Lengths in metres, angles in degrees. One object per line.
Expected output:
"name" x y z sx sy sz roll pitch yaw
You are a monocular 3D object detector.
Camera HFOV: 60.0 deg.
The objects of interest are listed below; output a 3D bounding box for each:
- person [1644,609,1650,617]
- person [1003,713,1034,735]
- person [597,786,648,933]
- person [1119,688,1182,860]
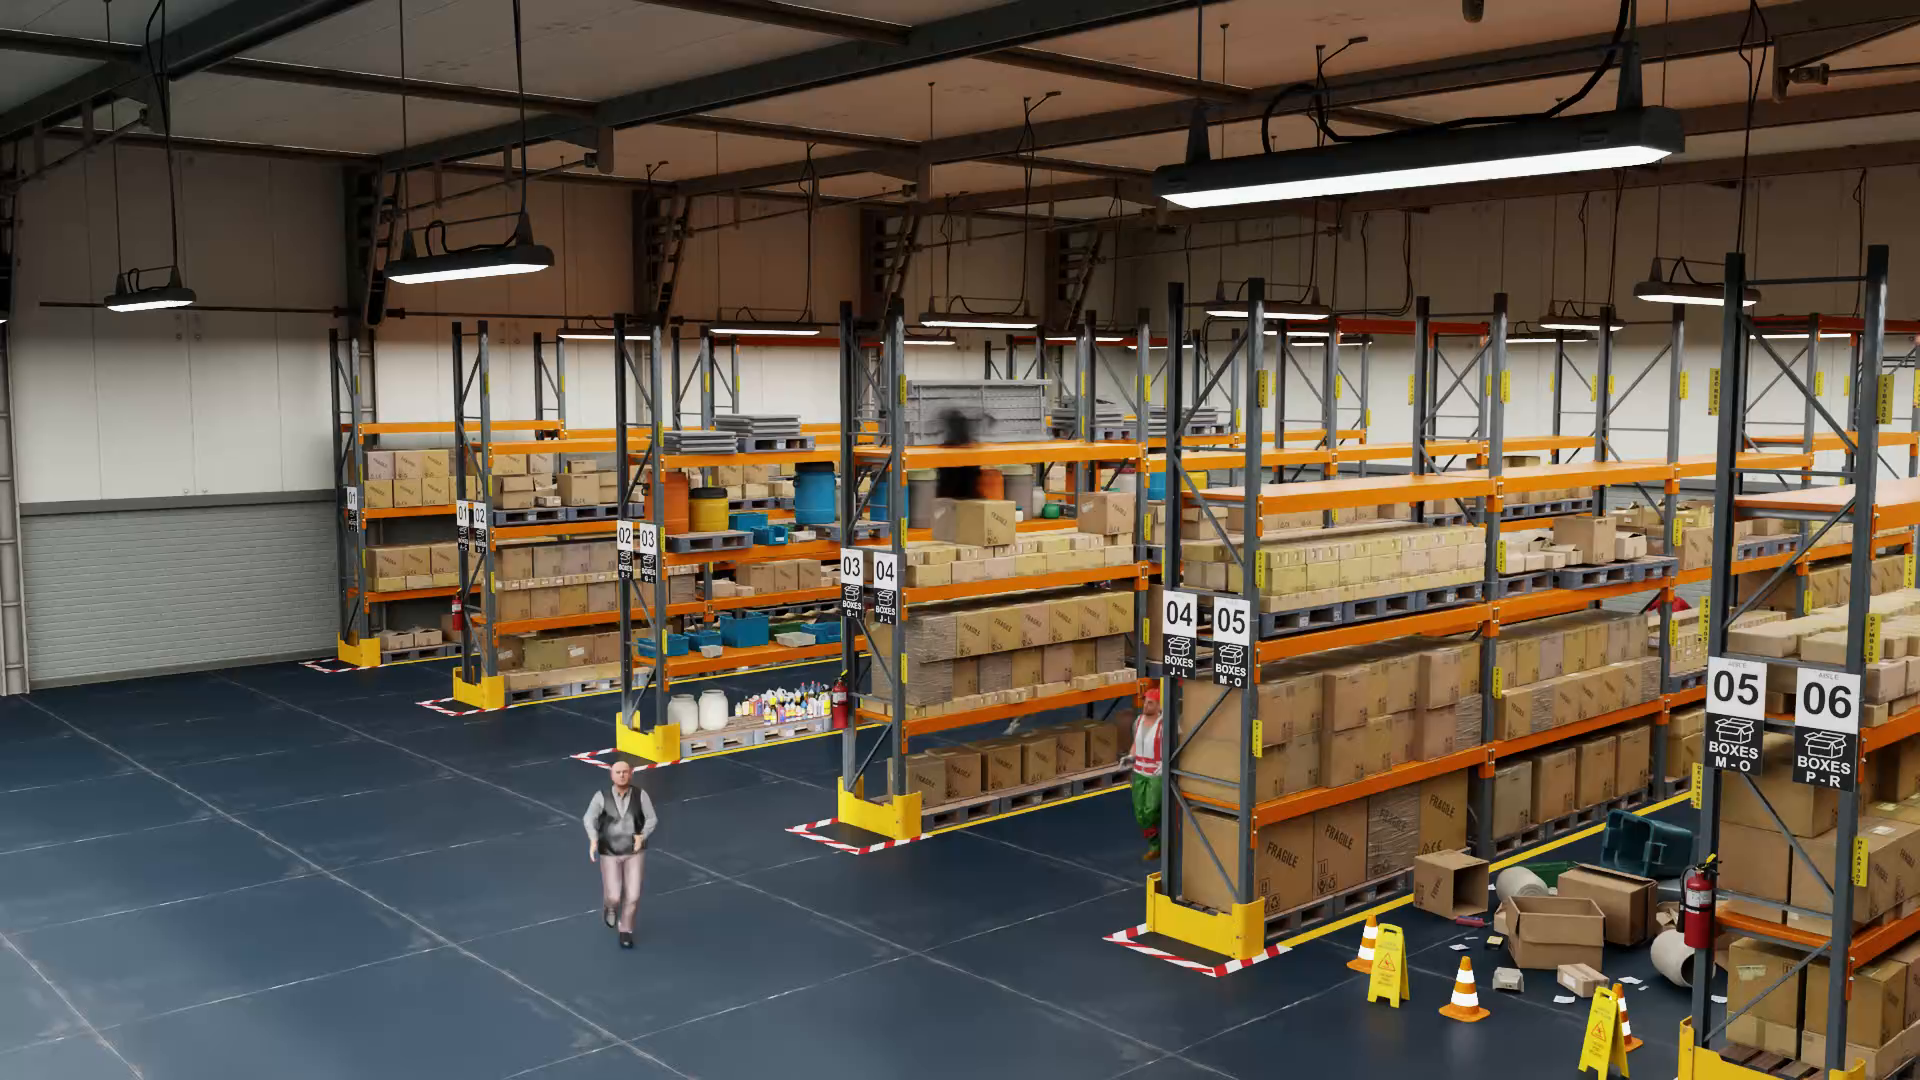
"person" 12.082 1.508 28.321 0.752 1.542 0.640 1 6 7
"person" 0.859 1.905 23.050 0.433 1.474 0.961 4 7 37
"person" -3.061 2.928 15.105 0.447 1.390 0.501 -2 6 -16
"person" 1.952 2.360 16.785 0.586 1.741 0.636 -5 8 -43
